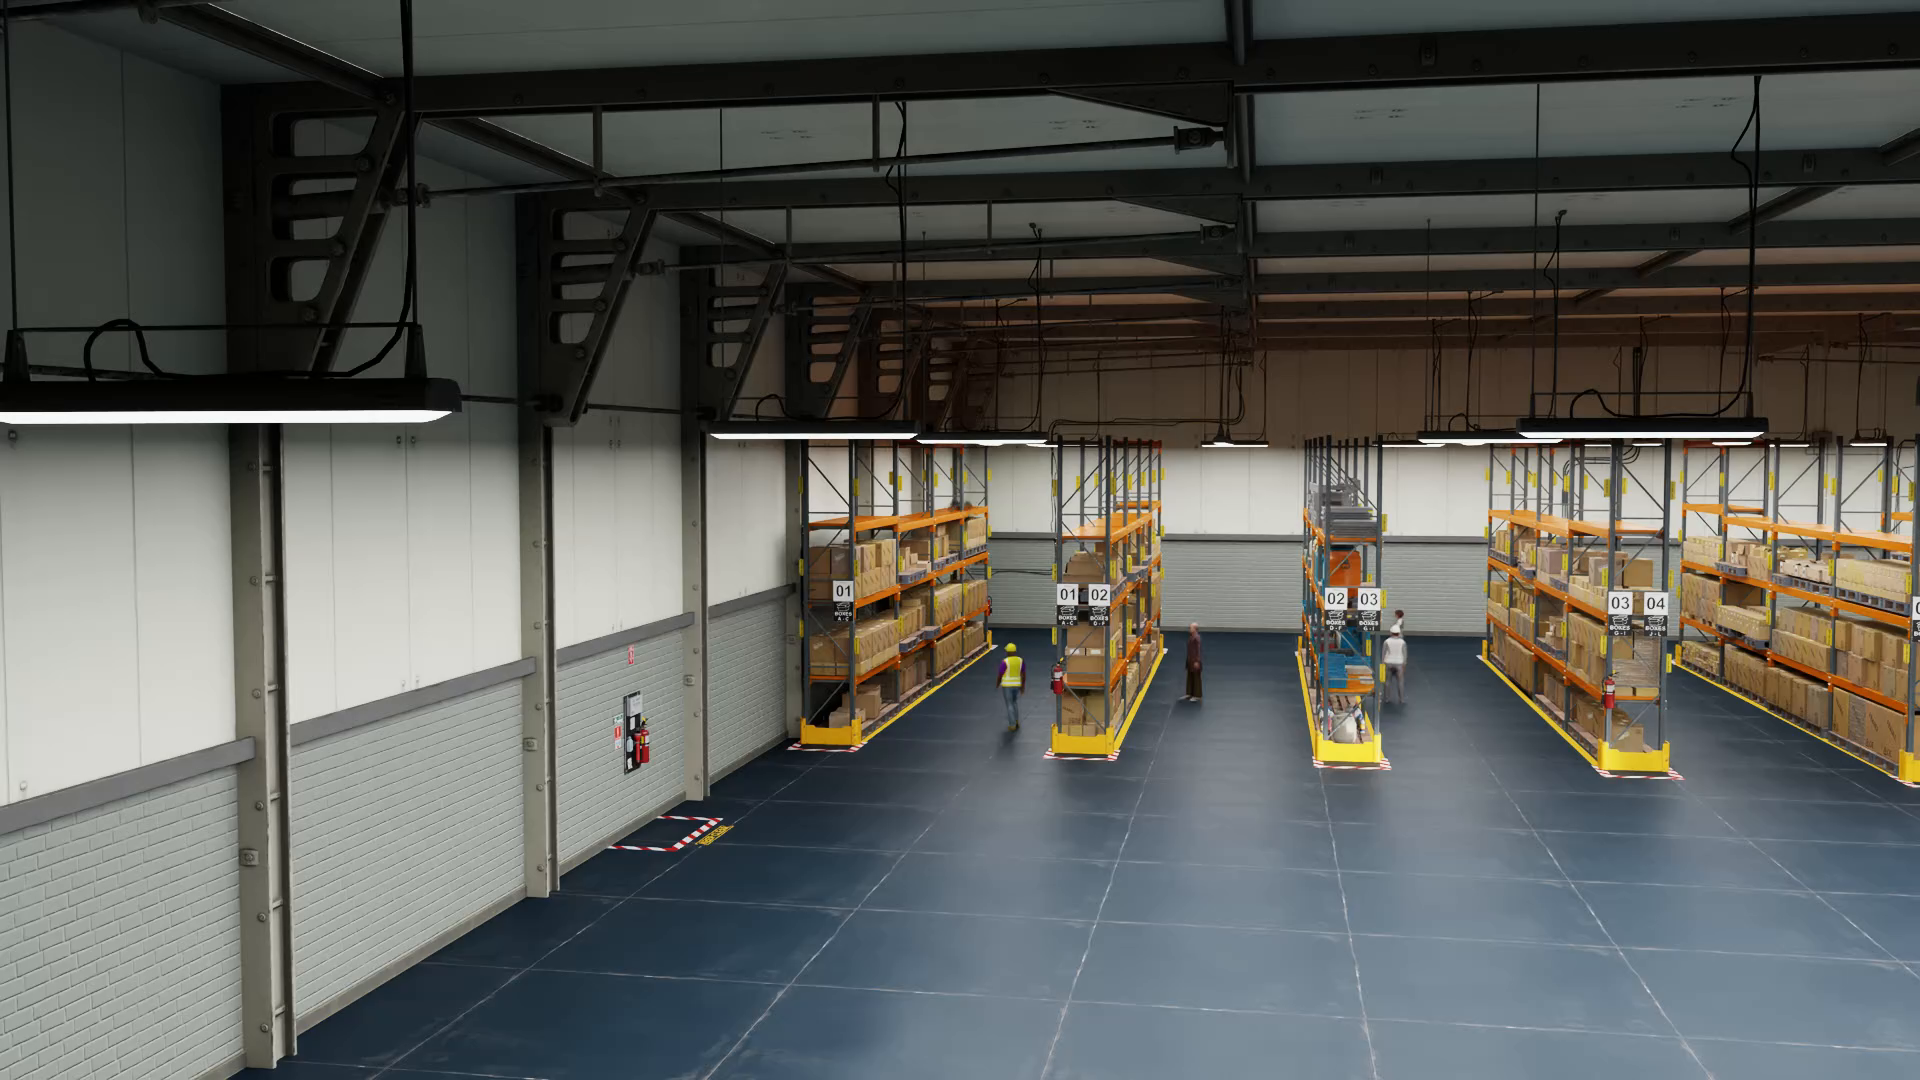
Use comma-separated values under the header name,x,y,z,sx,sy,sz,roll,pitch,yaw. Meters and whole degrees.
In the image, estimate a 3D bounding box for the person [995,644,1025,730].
name,x,y,z,sx,sy,sz,roll,pitch,yaw
person,1.032,3.018,33.984,0.587,1.814,0.500,-2,4,-30

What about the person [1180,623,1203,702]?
name,x,y,z,sx,sy,sz,roll,pitch,yaw
person,5.289,2.776,37.885,0.496,1.796,0.600,-1,3,-15

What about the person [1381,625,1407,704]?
name,x,y,z,sx,sy,sz,roll,pitch,yaw
person,9.835,2.807,37.623,0.575,1.777,0.477,2,4,31

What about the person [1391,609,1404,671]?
name,x,y,z,sx,sy,sz,roll,pitch,yaw
person,11.324,2.603,43.105,0.350,1.603,0.448,2,4,34
